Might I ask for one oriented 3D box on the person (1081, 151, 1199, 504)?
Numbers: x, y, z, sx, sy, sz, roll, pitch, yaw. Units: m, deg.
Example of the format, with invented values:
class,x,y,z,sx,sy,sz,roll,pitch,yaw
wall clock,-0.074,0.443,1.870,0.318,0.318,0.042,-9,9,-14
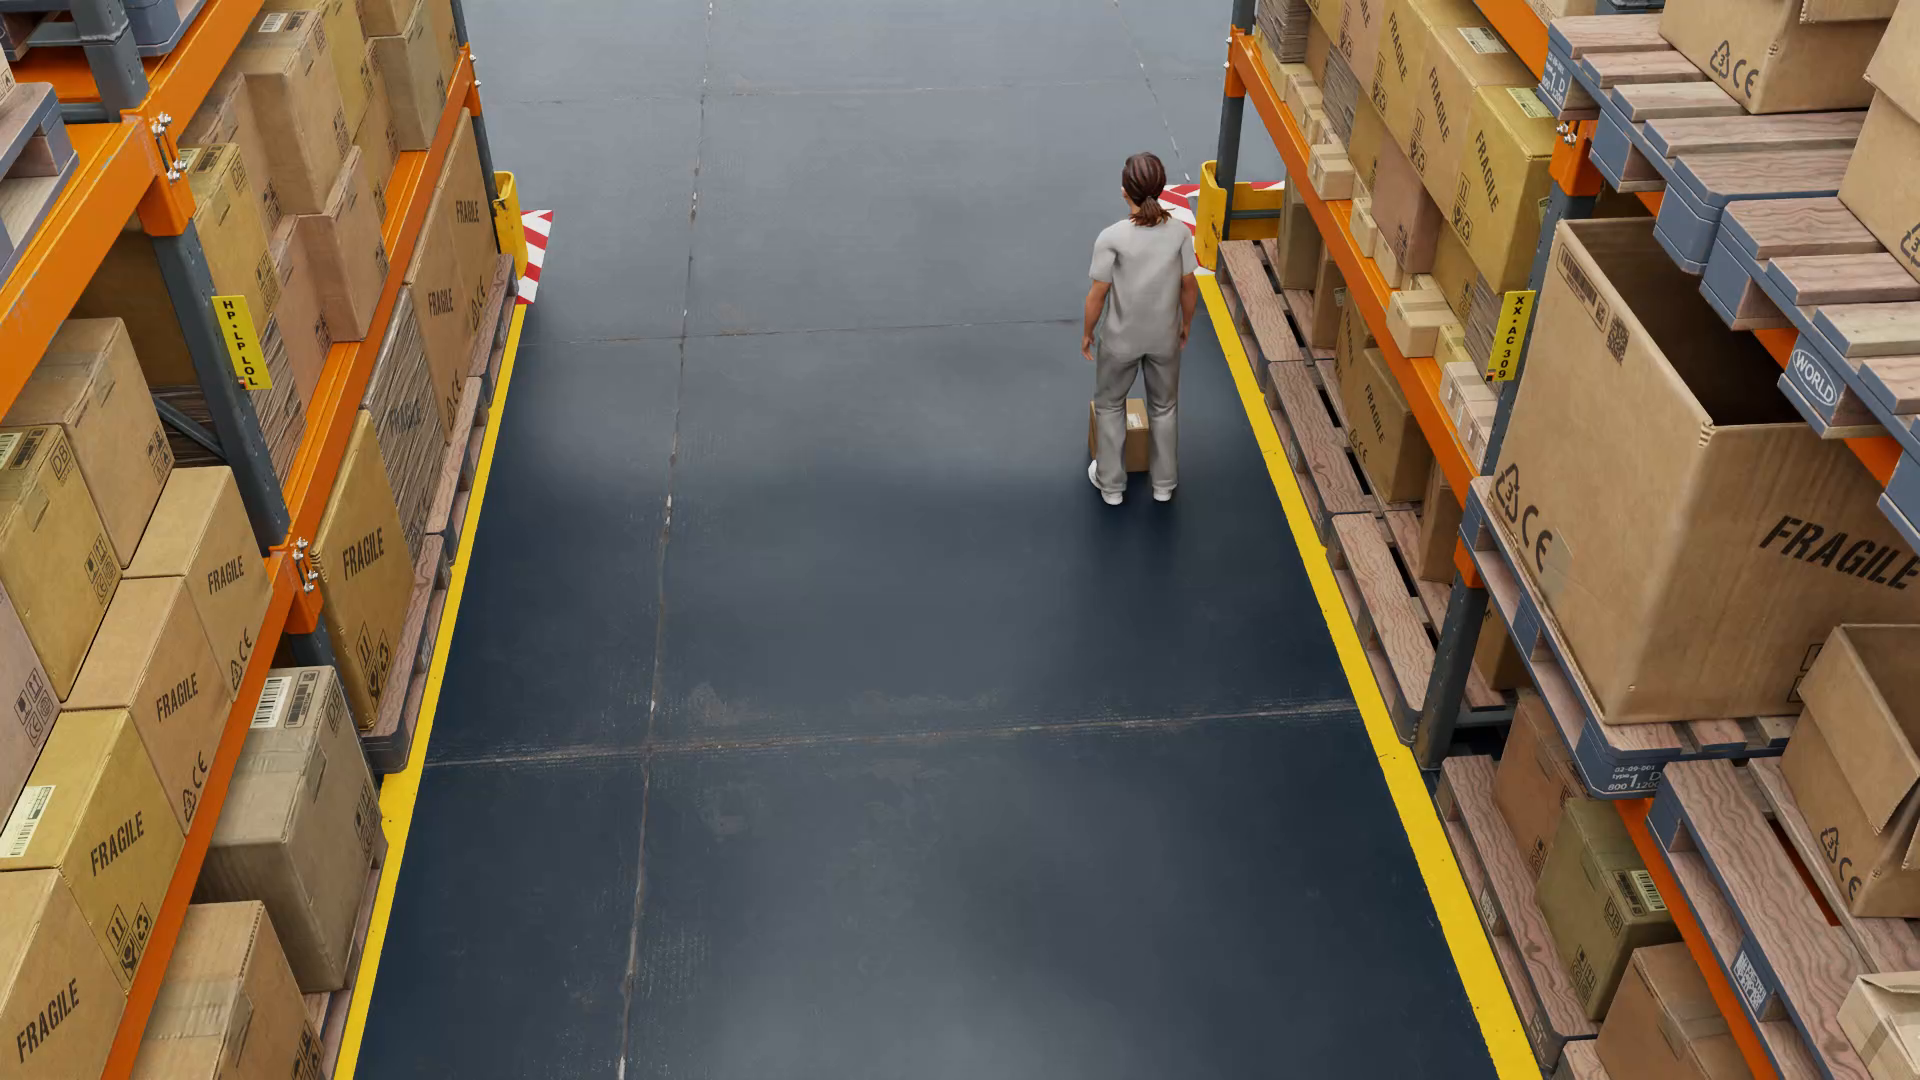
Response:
class,x,y,z,sx,sy,sz,roll,pitch,yaw
person,0.782,-0.889,7.243,0.514,1.673,0.358,-5,40,-6
